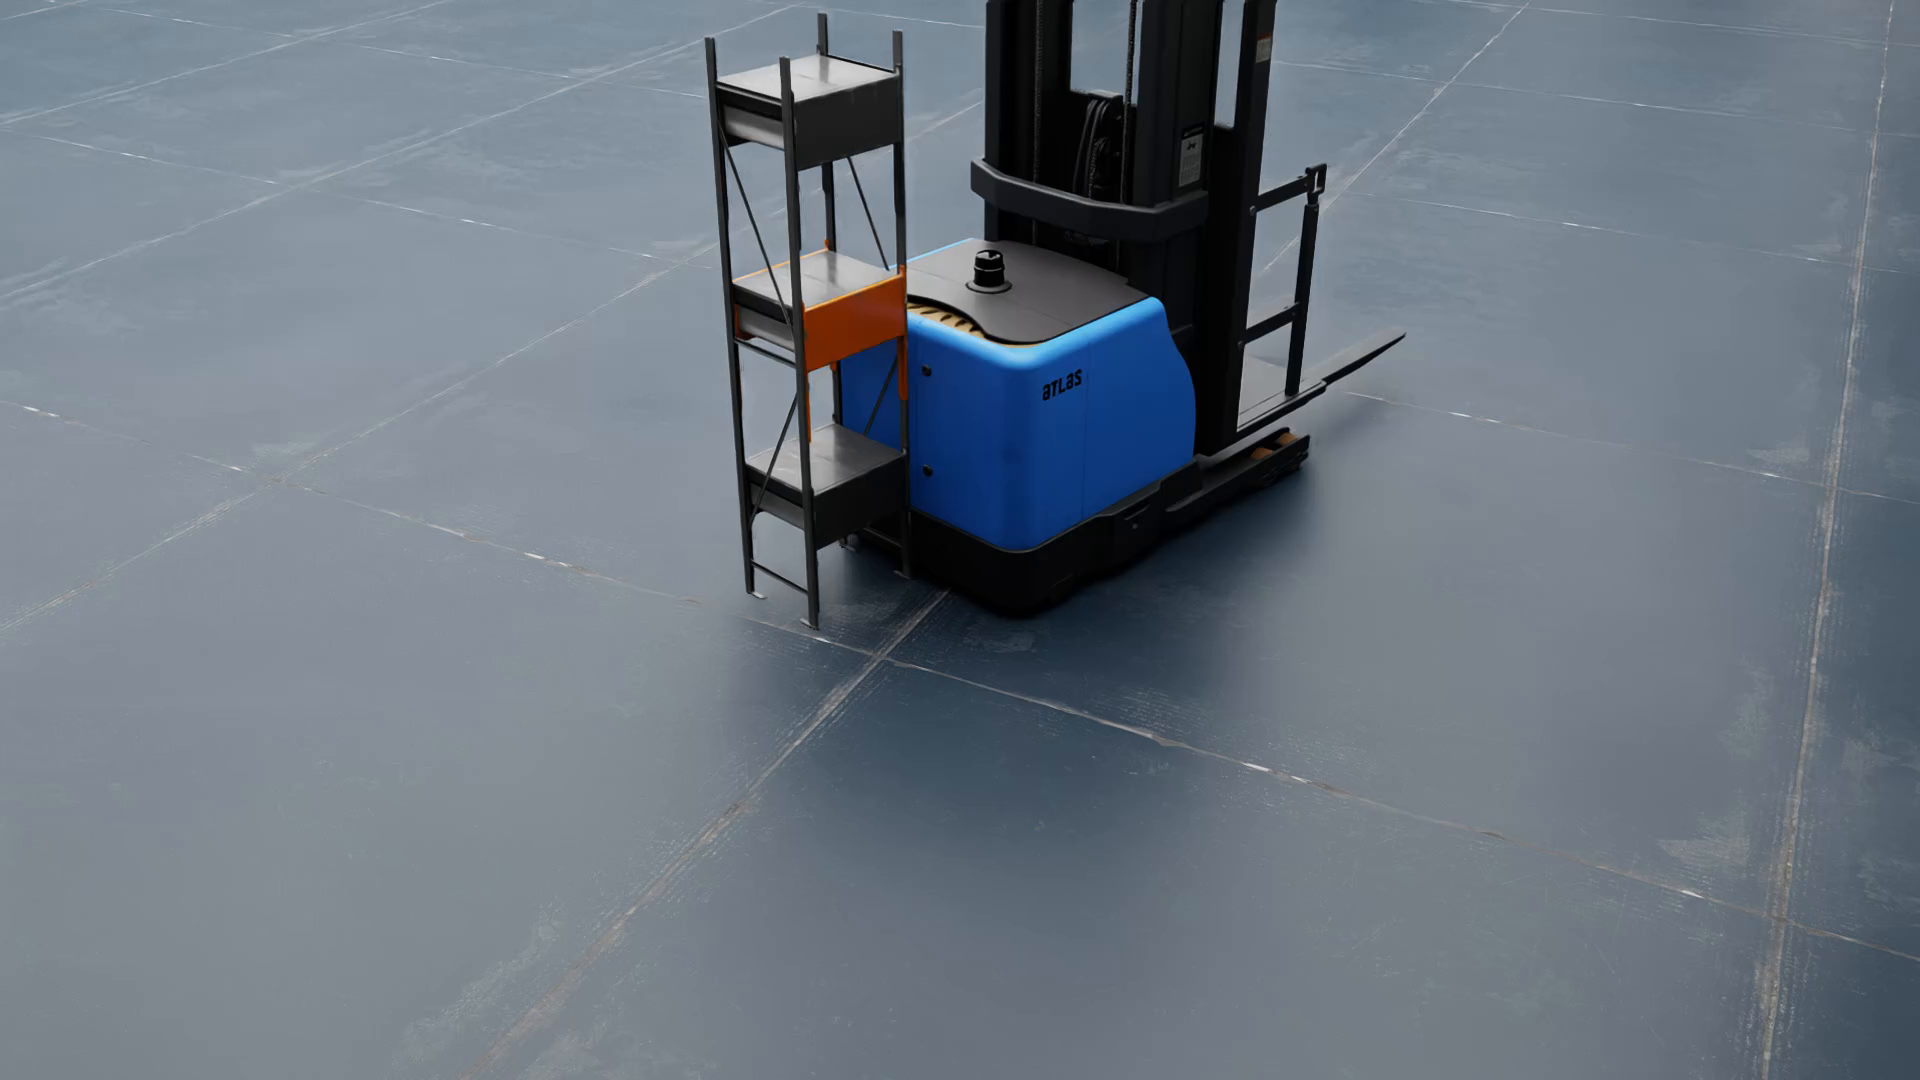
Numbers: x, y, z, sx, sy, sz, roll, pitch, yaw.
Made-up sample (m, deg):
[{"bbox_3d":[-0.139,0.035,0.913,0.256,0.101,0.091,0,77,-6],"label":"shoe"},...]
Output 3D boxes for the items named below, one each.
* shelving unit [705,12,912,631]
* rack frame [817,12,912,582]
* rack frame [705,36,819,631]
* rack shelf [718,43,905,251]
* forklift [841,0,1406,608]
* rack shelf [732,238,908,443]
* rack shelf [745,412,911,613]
[{"bbox_3d":[-0.505,-0.731,5.915,0.431,2.100,0.503,25,38,37],"label":"shelving unit"},{"bbox_3d":[-0.336,-0.819,6.068,0.400,2.100,0.015,25,38,37],"label":"rack frame"},{"bbox_3d":[-0.674,-0.643,5.762,0.400,2.100,0.015,25,38,37],"label":"rack frame"},{"bbox_3d":[-0.505,-1.326,5.573,0.431,0.518,0.480,25,38,37],"label":"rack shelf"},{"bbox_3d":[0.879,-1.659,6.695,1.130,2.935,3.031,25,38,37],"label":"forklift"},{"bbox_3d":[-0.505,-0.719,5.922,0.431,0.518,0.480,25,38,37],"label":"rack shelf"},{"bbox_3d":[-0.505,-0.112,6.270,0.431,0.518,0.480,25,38,37],"label":"rack shelf"}]
